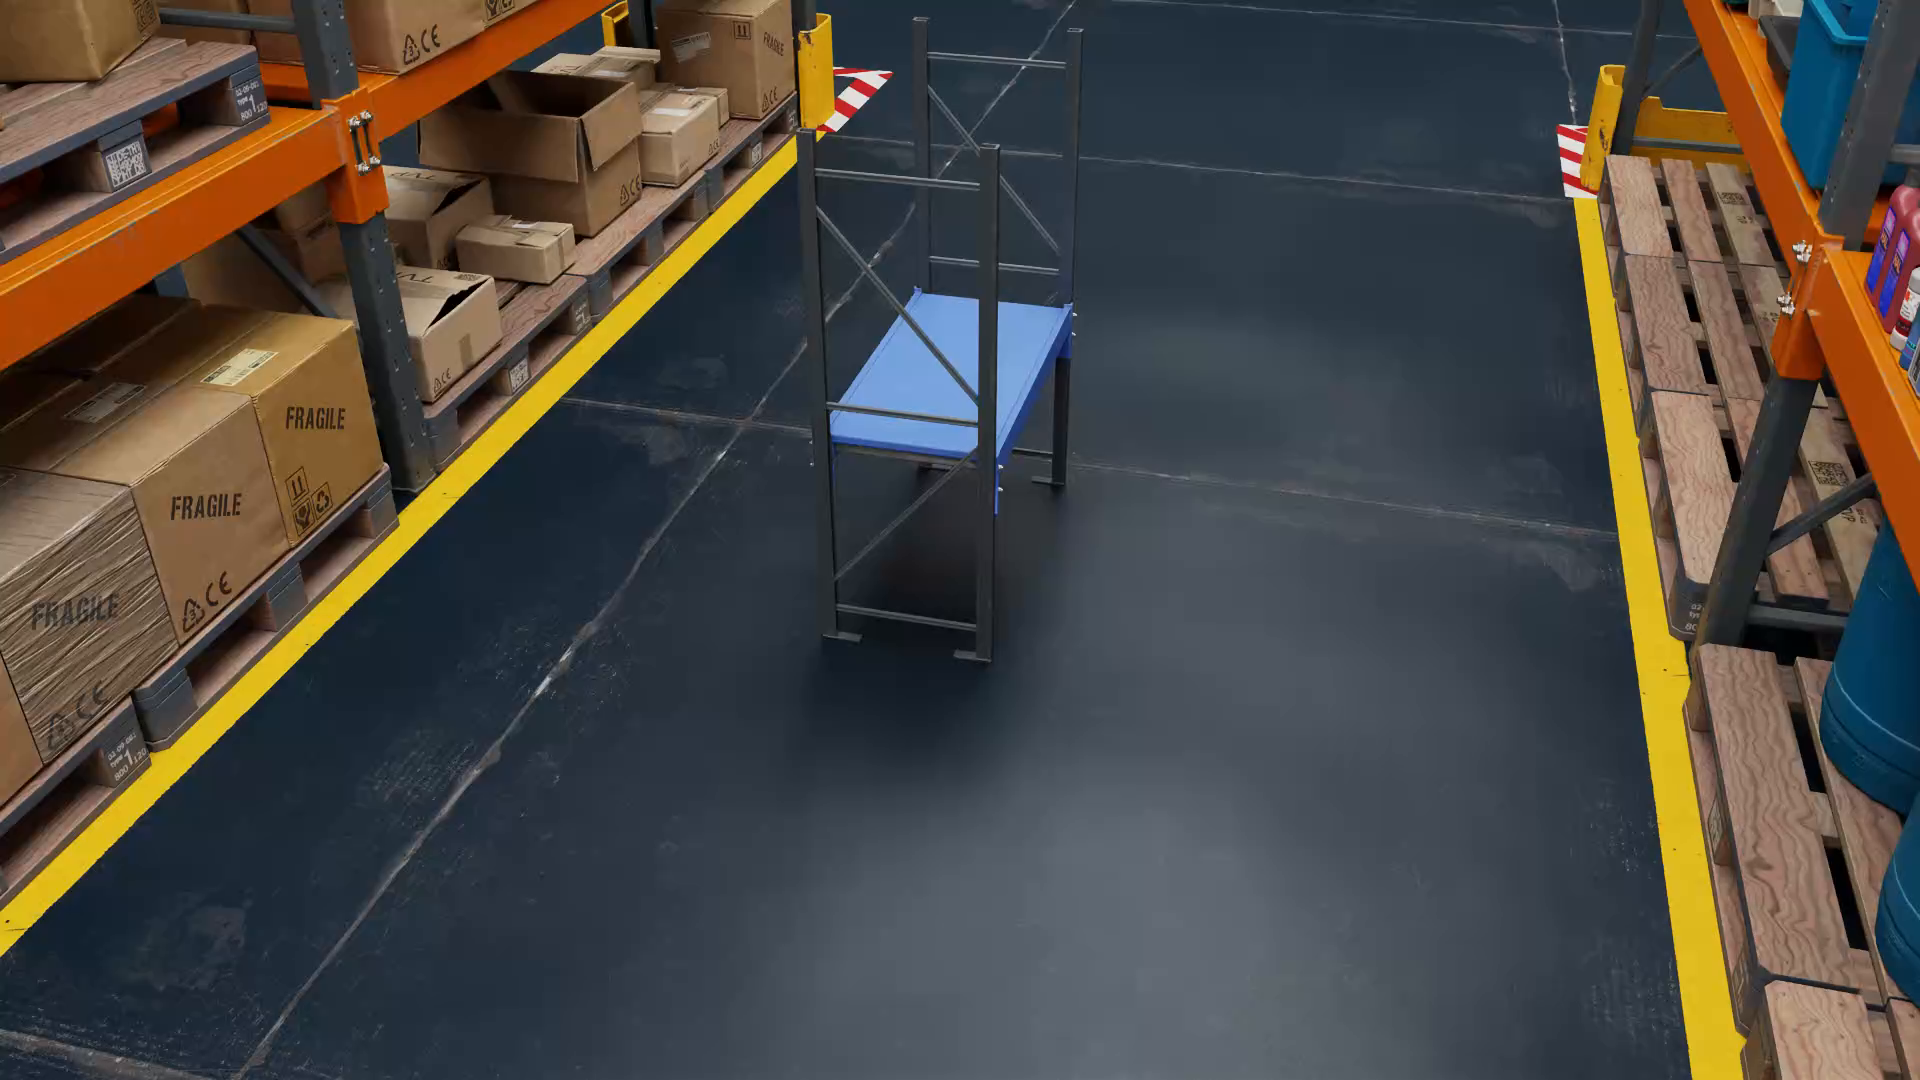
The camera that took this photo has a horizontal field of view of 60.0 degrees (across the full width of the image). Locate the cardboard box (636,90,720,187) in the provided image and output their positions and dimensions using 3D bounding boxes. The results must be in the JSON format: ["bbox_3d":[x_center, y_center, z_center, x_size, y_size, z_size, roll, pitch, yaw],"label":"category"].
[{"bbox_3d":[-1.408,-1.807,7.450,0.500,0.250,0.500,8,33,12],"label":"cardboard box"}]

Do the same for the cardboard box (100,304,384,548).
[{"bbox_3d":[-2.102,-0.346,4.919,0.500,0.500,0.500,8,33,12],"label":"cardboard box"}]

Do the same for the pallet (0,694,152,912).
[{"bbox_3d":[-2.731,0.728,3.907,1.003,0.211,1.213,8,33,12],"label":"pallet"}]

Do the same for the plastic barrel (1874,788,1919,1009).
[{"bbox_3d":[2.203,0.521,3.198,0.600,0.901,0.708,8,33,12],"label":"plastic barrel"}]

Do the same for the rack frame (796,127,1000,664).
[{"bbox_3d":[-0.151,-0.325,4.363,0.500,1.500,0.032,8,33,12],"label":"rack frame"}]

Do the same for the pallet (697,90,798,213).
[{"bbox_3d":[-1.459,-1.956,8.131,1.003,0.211,1.213,8,33,12],"label":"pallet"}]

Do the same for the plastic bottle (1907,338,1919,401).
[{"bbox_3d":[1.958,-0.404,3.205,0.152,0.276,0.135,8,33,12],"label":"plastic bottle"}]

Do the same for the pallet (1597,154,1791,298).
[{"bbox_3d":[3.305,-1.311,7.115,1.003,0.211,1.213,8,33,12],"label":"pallet"}]

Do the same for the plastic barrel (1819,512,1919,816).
[{"bbox_3d":[2.382,0.154,3.776,0.600,0.901,0.708,8,33,12],"label":"plastic barrel"}]

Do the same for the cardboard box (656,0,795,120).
[{"bbox_3d":[-1.138,-2.401,8.152,0.500,0.500,0.500,8,33,12],"label":"cardboard box"}]

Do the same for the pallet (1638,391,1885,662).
[{"bbox_3d":[2.686,-0.044,5.123,1.003,0.211,1.213,8,33,12],"label":"pallet"}]

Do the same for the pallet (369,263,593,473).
[{"bbox_3d":[-2.078,-0.690,6.139,1.003,0.211,1.213,8,33,12],"label":"pallet"}]

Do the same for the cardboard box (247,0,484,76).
[{"bbox_3d":[-1.861,-1.780,5.161,0.500,0.500,0.500,9,34,14],"label":"cardboard box"}]

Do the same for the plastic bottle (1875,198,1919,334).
[{"bbox_3d":[1.997,-0.584,3.481,0.061,0.283,0.133,8,33,12],"label":"plastic bottle"}]

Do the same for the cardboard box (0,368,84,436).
[{"bbox_3d":[-2.737,-0.145,4.603,0.500,0.500,0.500,8,33,13],"label":"cardboard box"}]

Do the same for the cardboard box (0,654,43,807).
[{"bbox_3d":[-2.490,0.433,3.692,0.500,0.500,0.500,7,33,11],"label":"cardboard box"}]

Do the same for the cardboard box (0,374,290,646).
[{"bbox_3d":[-2.235,-0.091,4.517,0.500,0.500,0.500,8,33,13],"label":"cardboard box"}]

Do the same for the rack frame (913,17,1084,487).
[{"bbox_3d":[0.107,-0.852,5.193,0.500,1.500,0.032,8,33,12],"label":"rack frame"}]

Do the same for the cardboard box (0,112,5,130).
[{"bbox_3d":[-2.703,-1.149,3.777,0.700,0.500,0.500,13,35,20],"label":"cardboard box"}]

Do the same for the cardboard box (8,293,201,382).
[{"bbox_3d":[-2.612,-0.424,5.040,0.500,0.500,0.500,7,33,10],"label":"cardboard box"}]

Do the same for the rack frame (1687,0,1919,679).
[{"bbox_3d":[2.537,-0.834,3.767,1.000,3.000,0.127,8,33,12],"label":"rack frame"}]

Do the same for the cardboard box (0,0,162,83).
[{"bbox_3d":[-2.590,-1.515,4.352,0.700,0.500,0.500,-3,33,-4],"label":"cardboard box"}]

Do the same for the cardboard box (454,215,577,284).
[{"bbox_3d":[-1.728,-1.139,6.477,0.380,0.166,0.250,8,33,12],"label":"cardboard box"}]

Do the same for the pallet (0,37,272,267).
[{"bbox_3d":[-2.562,-1.030,4.253,1.003,0.211,1.213,8,33,12],"label":"pallet"}]

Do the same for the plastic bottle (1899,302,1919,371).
[{"bbox_3d":[1.961,-0.466,3.307,0.097,0.271,0.097,0,32,0],"label":"plastic bottle"}]

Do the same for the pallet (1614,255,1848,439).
[{"bbox_3d":[2.993,-0.680,6.122,1.003,0.211,1.213,8,33,12],"label":"pallet"}]

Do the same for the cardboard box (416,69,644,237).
[{"bbox_3d":[-1.782,-1.618,6.917,0.797,0.503,0.637,8,33,12],"label":"cardboard box"}]

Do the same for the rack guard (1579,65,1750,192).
[{"bbox_3d":[3.545,-1.869,7.725,1.175,0.500,0.348,8,33,12],"label":"rack guard"}]

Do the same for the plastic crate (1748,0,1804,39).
[{"bbox_3d":[2.688,-1.693,5.307,0.293,0.136,0.466,8,33,12],"label":"plastic crate"}]

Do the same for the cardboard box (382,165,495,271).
[{"bbox_3d":[-2.193,-1.285,6.572,0.500,0.311,0.500,8,33,12],"label":"cardboard box"}]

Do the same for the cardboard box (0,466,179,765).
[{"bbox_3d":[-2.363,0.169,4.108,0.500,0.500,0.500,8,33,13],"label":"cardboard box"}]

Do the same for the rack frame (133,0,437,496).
[{"bbox_3d":[-2.254,-1.511,4.830,1.000,3.000,0.127,8,33,12],"label":"rack frame"}]

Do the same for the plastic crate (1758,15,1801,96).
[{"bbox_3d":[2.561,-1.361,4.795,0.437,0.125,0.590,8,33,12],"label":"plastic crate"}]

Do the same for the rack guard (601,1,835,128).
[{"bbox_3d":[-1.258,-2.492,8.704,1.175,0.500,0.348,8,33,12],"label":"rack guard"}]

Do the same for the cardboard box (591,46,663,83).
[{"bbox_3d":[-1.677,-2.398,8.474,0.380,0.149,0.250,8,33,12],"label":"cardboard box"}]

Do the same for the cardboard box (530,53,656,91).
[{"bbox_3d":[-1.778,-2.109,7.924,0.500,0.250,0.500,8,33,12],"label":"cardboard box"}]

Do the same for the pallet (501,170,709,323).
[{"bbox_3d":[-1.771,-1.325,7.138,1.003,0.211,1.213,8,33,12],"label":"pallet"}]

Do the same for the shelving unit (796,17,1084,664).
[{"bbox_3d":[-0.022,-0.589,4.778,0.538,1.500,1.048,8,33,12],"label":"shelving unit"}]

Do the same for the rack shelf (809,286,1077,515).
[{"bbox_3d":[-0.022,-0.437,4.875,0.538,0.185,1.000,8,33,12],"label":"rack shelf"}]

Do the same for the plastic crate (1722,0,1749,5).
[{"bbox_3d":[2.760,-1.942,5.610,0.416,0.233,0.300,8,33,12],"label":"plastic crate"}]

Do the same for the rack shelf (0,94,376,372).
[{"bbox_3d":[-2.761,-0.169,3.391,1.077,0.370,4.000,8,33,12],"label":"rack shelf"}]

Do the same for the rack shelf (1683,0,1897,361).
[{"bbox_3d":[3.044,-1.569,5.592,1.077,0.370,4.000,8,33,12],"label":"rack shelf"}]

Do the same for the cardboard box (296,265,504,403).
[{"bbox_3d":[-1.938,-0.750,5.730,0.500,0.311,0.500,8,33,12],"label":"cardboard box"}]

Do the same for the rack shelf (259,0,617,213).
[{"bbox_3d":[-1.746,-2.245,6.656,1.077,0.370,4.000,8,33,12],"label":"rack shelf"}]

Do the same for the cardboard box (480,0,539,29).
[{"bbox_3d":[-1.734,-2.046,5.580,0.500,0.500,0.500,9,33,13],"label":"cardboard box"}]

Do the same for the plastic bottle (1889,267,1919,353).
[{"bbox_3d":[1.986,-0.487,3.405,0.097,0.201,0.097,0,32,0],"label":"plastic bottle"}]

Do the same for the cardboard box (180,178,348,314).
[{"bbox_3d":[-2.383,-0.976,5.909,0.500,0.500,0.500,8,33,12],"label":"cardboard box"}]

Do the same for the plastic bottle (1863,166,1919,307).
[{"bbox_3d":[2.031,-0.653,3.590,0.061,0.283,0.133,8,33,12],"label":"plastic bottle"}]

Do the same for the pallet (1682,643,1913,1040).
[{"bbox_3d":[2.301,0.737,3.894,1.003,0.211,1.213,8,33,12],"label":"pallet"}]

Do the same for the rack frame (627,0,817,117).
[{"bbox_3d":[-1.238,-3.586,8.096,1.000,3.000,0.127,8,33,12],"label":"rack frame"}]

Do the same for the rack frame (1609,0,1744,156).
[{"bbox_3d":[3.552,-2.910,7.032,1.000,3.000,0.127,8,33,12],"label":"rack frame"}]

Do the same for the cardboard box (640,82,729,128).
[{"bbox_3d":[-1.328,-2.063,7.930,0.380,0.166,0.250,8,33,12],"label":"cardboard box"}]

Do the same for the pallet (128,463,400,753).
[{"bbox_3d":[-2.423,0.093,4.906,1.003,0.211,1.213,8,33,12],"label":"pallet"}]

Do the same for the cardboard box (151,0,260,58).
[{"bbox_3d":[-2.375,-1.847,5.267,0.500,0.500,0.500,9,33,13],"label":"cardboard box"}]

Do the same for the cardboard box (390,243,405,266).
[{"bbox_3d":[-2.346,-1.030,6.322,0.380,0.149,0.250,8,33,12],"label":"cardboard box"}]

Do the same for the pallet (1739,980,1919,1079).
[{"bbox_3d":[1.993,1.372,2.895,1.003,0.211,1.213,8,33,12],"label":"pallet"}]

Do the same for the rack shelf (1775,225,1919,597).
[{"bbox_3d":[2.029,0.507,2.327,1.077,0.370,4.000,8,33,12],"label":"rack shelf"}]

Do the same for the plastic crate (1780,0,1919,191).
[{"bbox_3d":[2.325,-1.142,4.209,0.392,0.384,0.575,8,33,12],"label":"plastic crate"}]
